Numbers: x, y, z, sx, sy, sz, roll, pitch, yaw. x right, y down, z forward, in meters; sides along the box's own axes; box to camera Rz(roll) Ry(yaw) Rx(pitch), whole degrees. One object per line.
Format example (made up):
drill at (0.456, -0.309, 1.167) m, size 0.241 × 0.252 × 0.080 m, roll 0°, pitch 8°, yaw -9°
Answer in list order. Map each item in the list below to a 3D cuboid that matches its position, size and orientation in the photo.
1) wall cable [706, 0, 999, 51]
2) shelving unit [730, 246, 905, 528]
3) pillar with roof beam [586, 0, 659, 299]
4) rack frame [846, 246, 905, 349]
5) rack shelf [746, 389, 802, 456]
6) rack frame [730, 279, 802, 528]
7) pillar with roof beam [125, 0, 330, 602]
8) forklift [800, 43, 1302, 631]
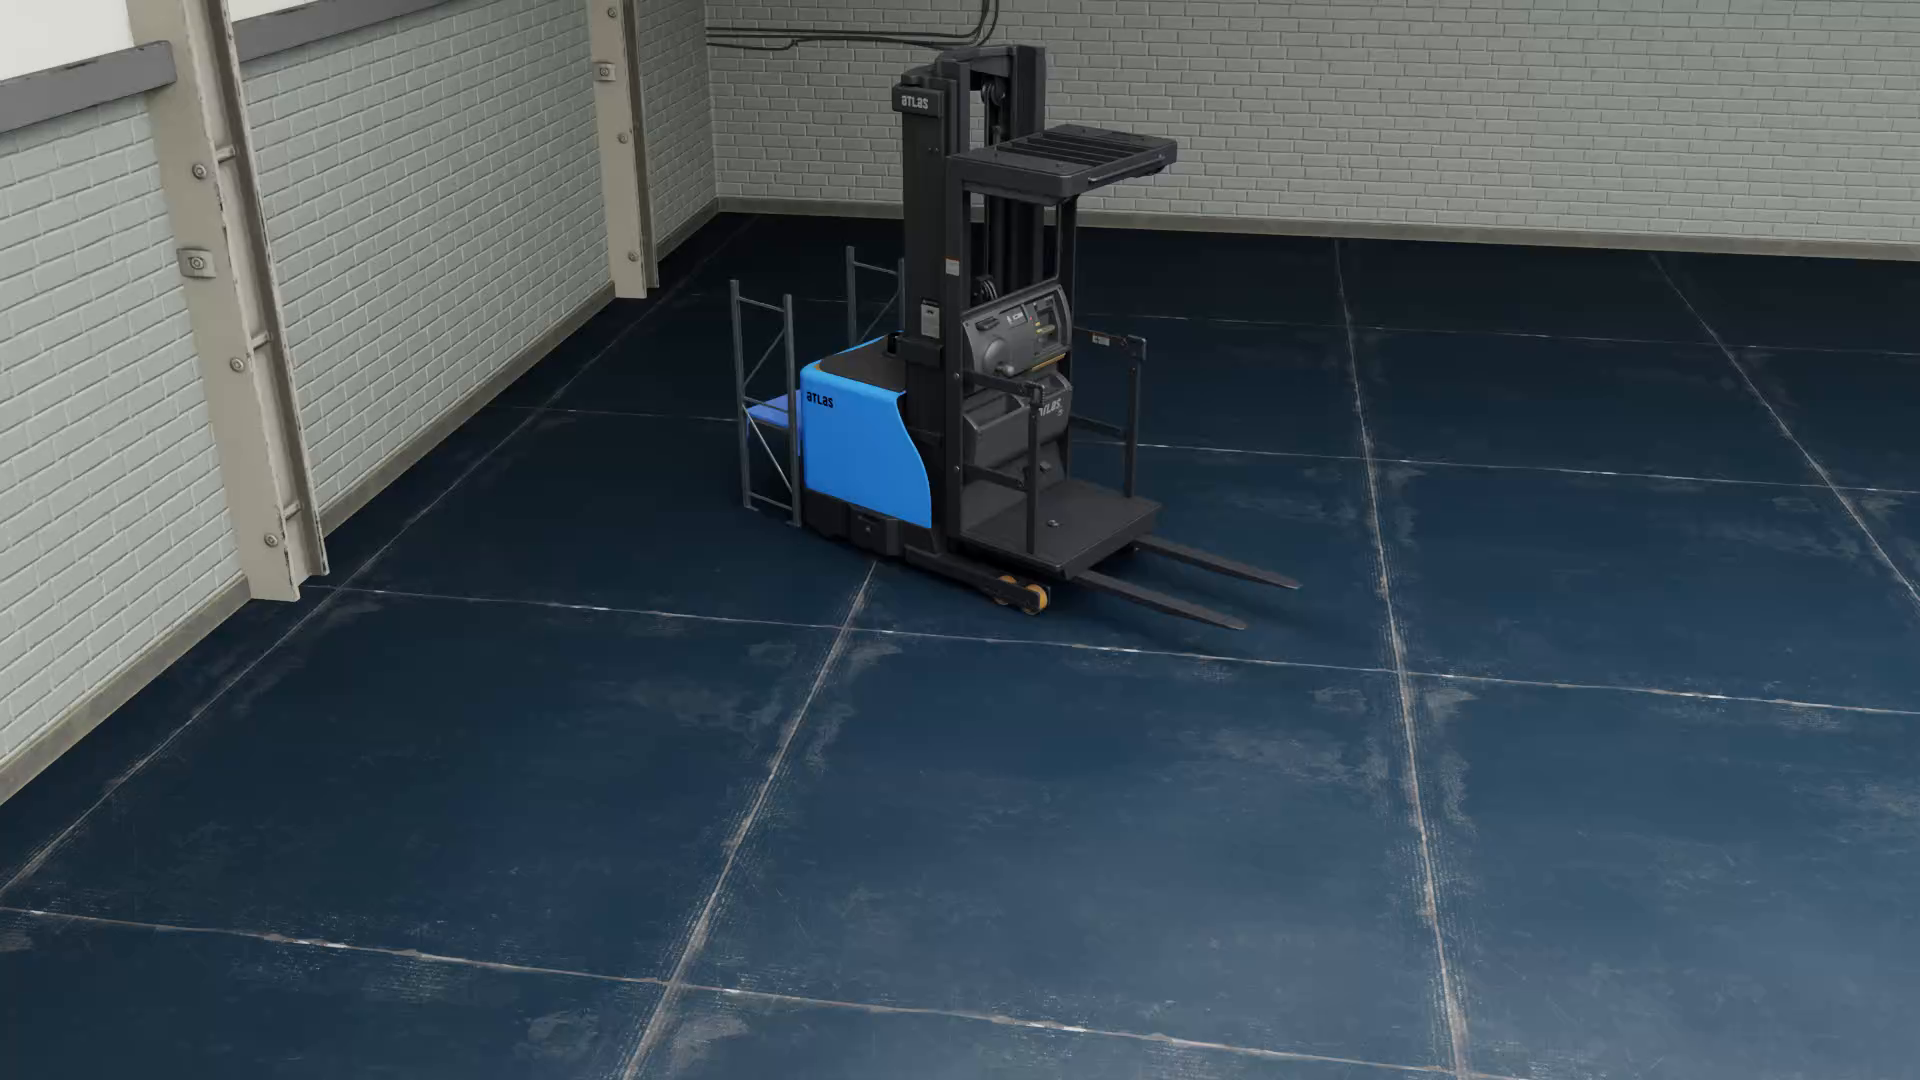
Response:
wall cable at (-1.149, -6.061, 16.246) m, size 3.097 × 2.526 × 0.112 m, roll 4°, pitch 25°, yaw 9°
shelving unit at (-0.867, -0.994, 10.604) m, size 0.538 × 1.500 × 1.048 m, roll 20°, pitch 31°, yaw 36°
pillar with roof beam at (1.313, -6.028, 12.514) m, size 9.100 × 9.000 × 0.400 m, roll 4°, pitch 25°, yaw 9°
rack frame at (-0.539, -1.159, 10.956) m, size 0.500 × 1.500 × 0.032 m, roll 20°, pitch 31°, yaw 36°
rack shelf at (-0.867, -0.831, 10.680) m, size 0.538 × 0.185 × 1.000 m, roll 20°, pitch 31°, yaw 36°
rack frame at (-1.194, -0.829, 10.252) m, size 0.500 × 1.500 × 0.032 m, roll 20°, pitch 31°, yaw 36°
pillar with roof beam at (0.332, -3.519, 7.153) m, size 9.100 × 9.000 × 0.400 m, roll 4°, pitch 25°, yaw 9°
forklift at (0.496, -1.162, 9.276) m, size 3.031 × 2.935 × 1.130 m, roll 18°, pitch 31°, yaw 34°
